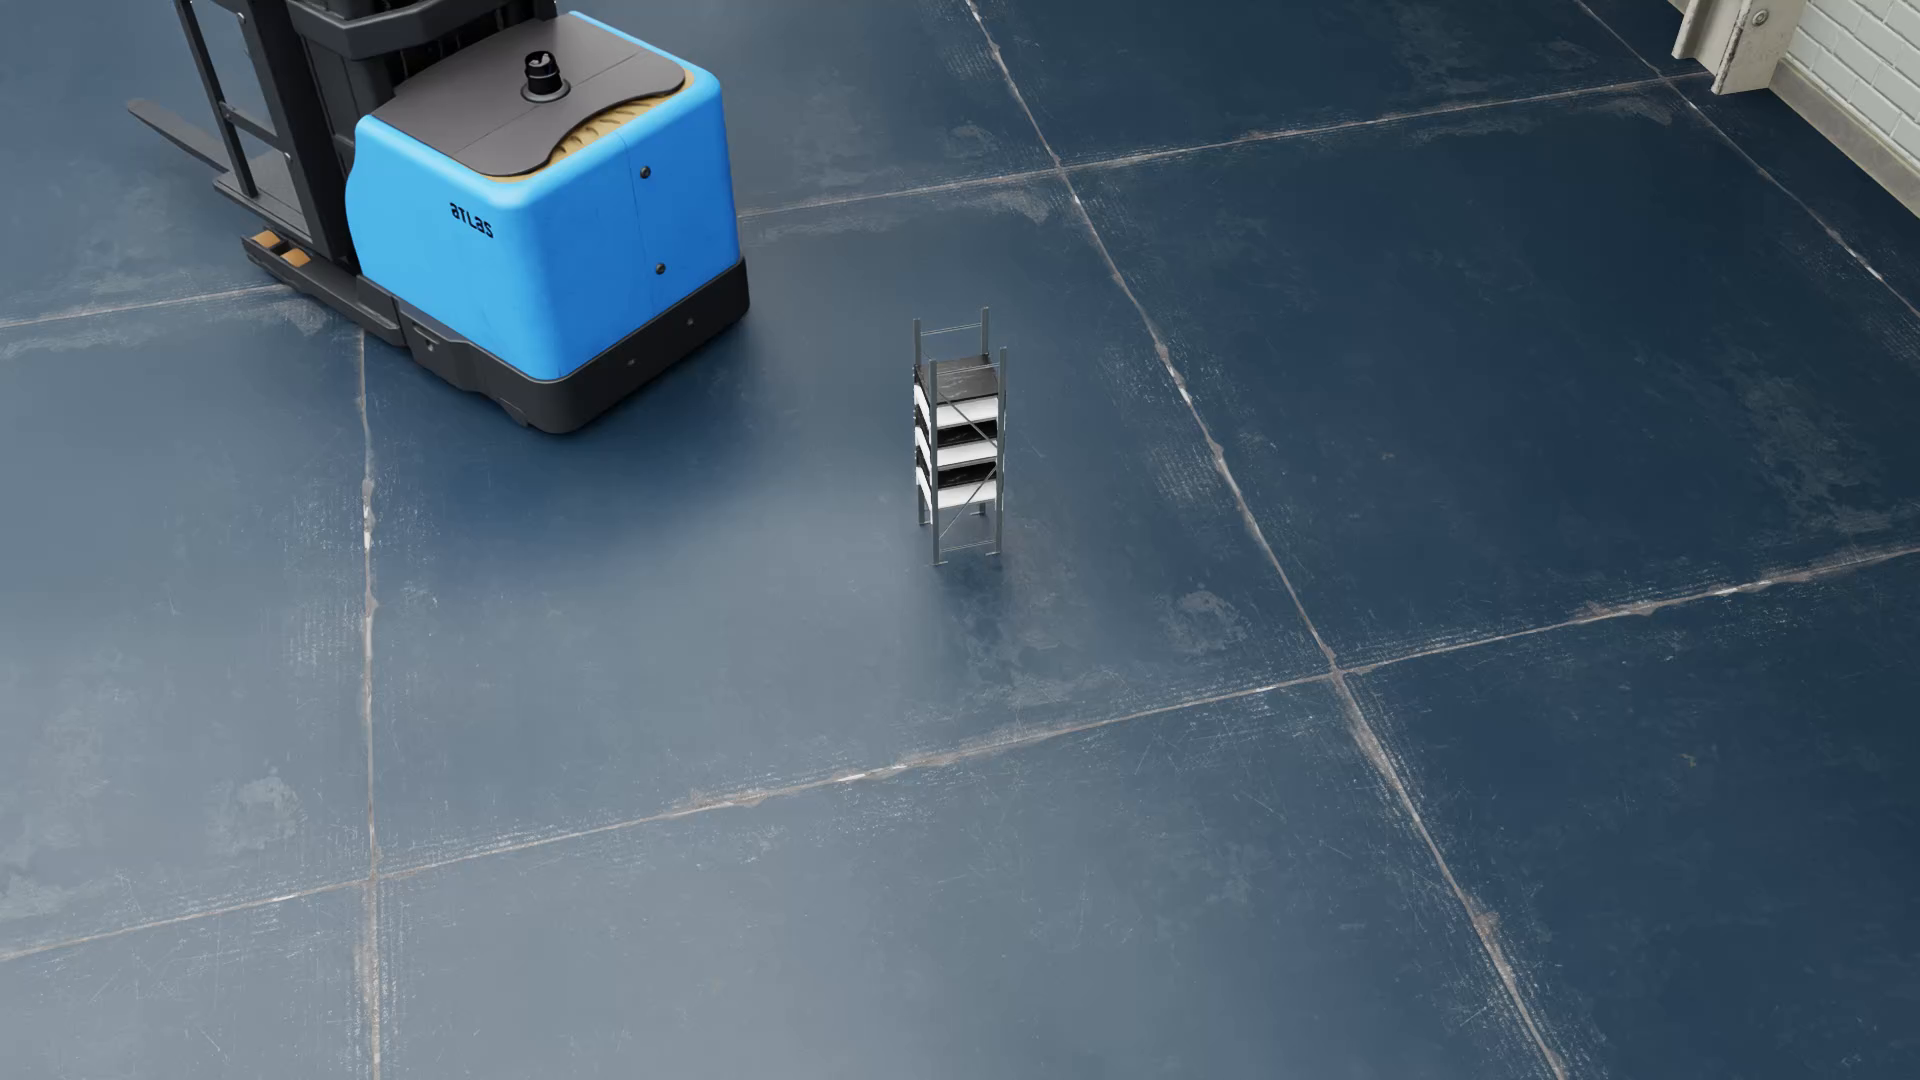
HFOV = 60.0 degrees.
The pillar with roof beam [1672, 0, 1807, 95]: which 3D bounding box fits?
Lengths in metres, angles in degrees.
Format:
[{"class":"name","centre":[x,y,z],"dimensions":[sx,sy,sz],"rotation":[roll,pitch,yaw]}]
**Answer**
[{"class":"pillar with roof beam","centre":[-0.516,-4.613,3.970],"dimensions":[9.100,9.000,0.400],"rotation":[-11,47,-10]}]

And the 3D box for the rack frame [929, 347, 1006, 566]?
[{"class":"rack frame","centre":[0.024,-0.250,5.365],"dimensions":[0.240,0.900,0.006],"rotation":[-11,47,-10]}]

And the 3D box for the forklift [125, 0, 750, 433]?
[{"class":"forklift","centre":[-2.293,-2.300,5.952],"dimensions":[3.031,2.935,1.130],"rotation":[30,53,26]}]

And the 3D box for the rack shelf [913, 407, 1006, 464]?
[{"class":"rack shelf","centre":[-0.002,-0.360,5.394],"dimensions":[0.258,0.077,0.200],"rotation":[-11,47,-10]}]

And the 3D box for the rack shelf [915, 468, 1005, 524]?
[{"class":"rack shelf","centre":[-0.002,-0.171,5.586],"dimensions":[0.258,0.077,0.200],"rotation":[-11,47,-10]}]

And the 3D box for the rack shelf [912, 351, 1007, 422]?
[{"class":"rack shelf","centre":[-0.002,-0.486,5.265],"dimensions":[0.258,0.077,0.200],"rotation":[-11,47,-10]}]

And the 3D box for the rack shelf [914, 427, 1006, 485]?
[{"class":"rack shelf","centre":[-0.002,-0.297,5.458],"dimensions":[0.258,0.077,0.200],"rotation":[-11,47,-10]}]

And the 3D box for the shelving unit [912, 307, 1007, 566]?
[{"class":"shelving unit","centre":[-0.002,-0.321,5.434],"dimensions":[0.258,0.900,0.210],"rotation":[-11,47,-10]}]

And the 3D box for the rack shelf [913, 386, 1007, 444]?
[{"class":"rack shelf","centre":[-0.002,-0.423,5.329],"dimensions":[0.258,0.077,0.200],"rotation":[-11,47,-10]}]

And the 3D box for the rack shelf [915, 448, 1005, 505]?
[{"class":"rack shelf","centre":[-0.002,-0.234,5.522],"dimensions":[0.258,0.077,0.200],"rotation":[-11,47,-10]}]

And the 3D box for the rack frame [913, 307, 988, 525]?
[{"class":"rack frame","centre":[-0.028,-0.391,5.503],"dimensions":[0.240,0.900,0.006],"rotation":[-11,47,-10]}]
